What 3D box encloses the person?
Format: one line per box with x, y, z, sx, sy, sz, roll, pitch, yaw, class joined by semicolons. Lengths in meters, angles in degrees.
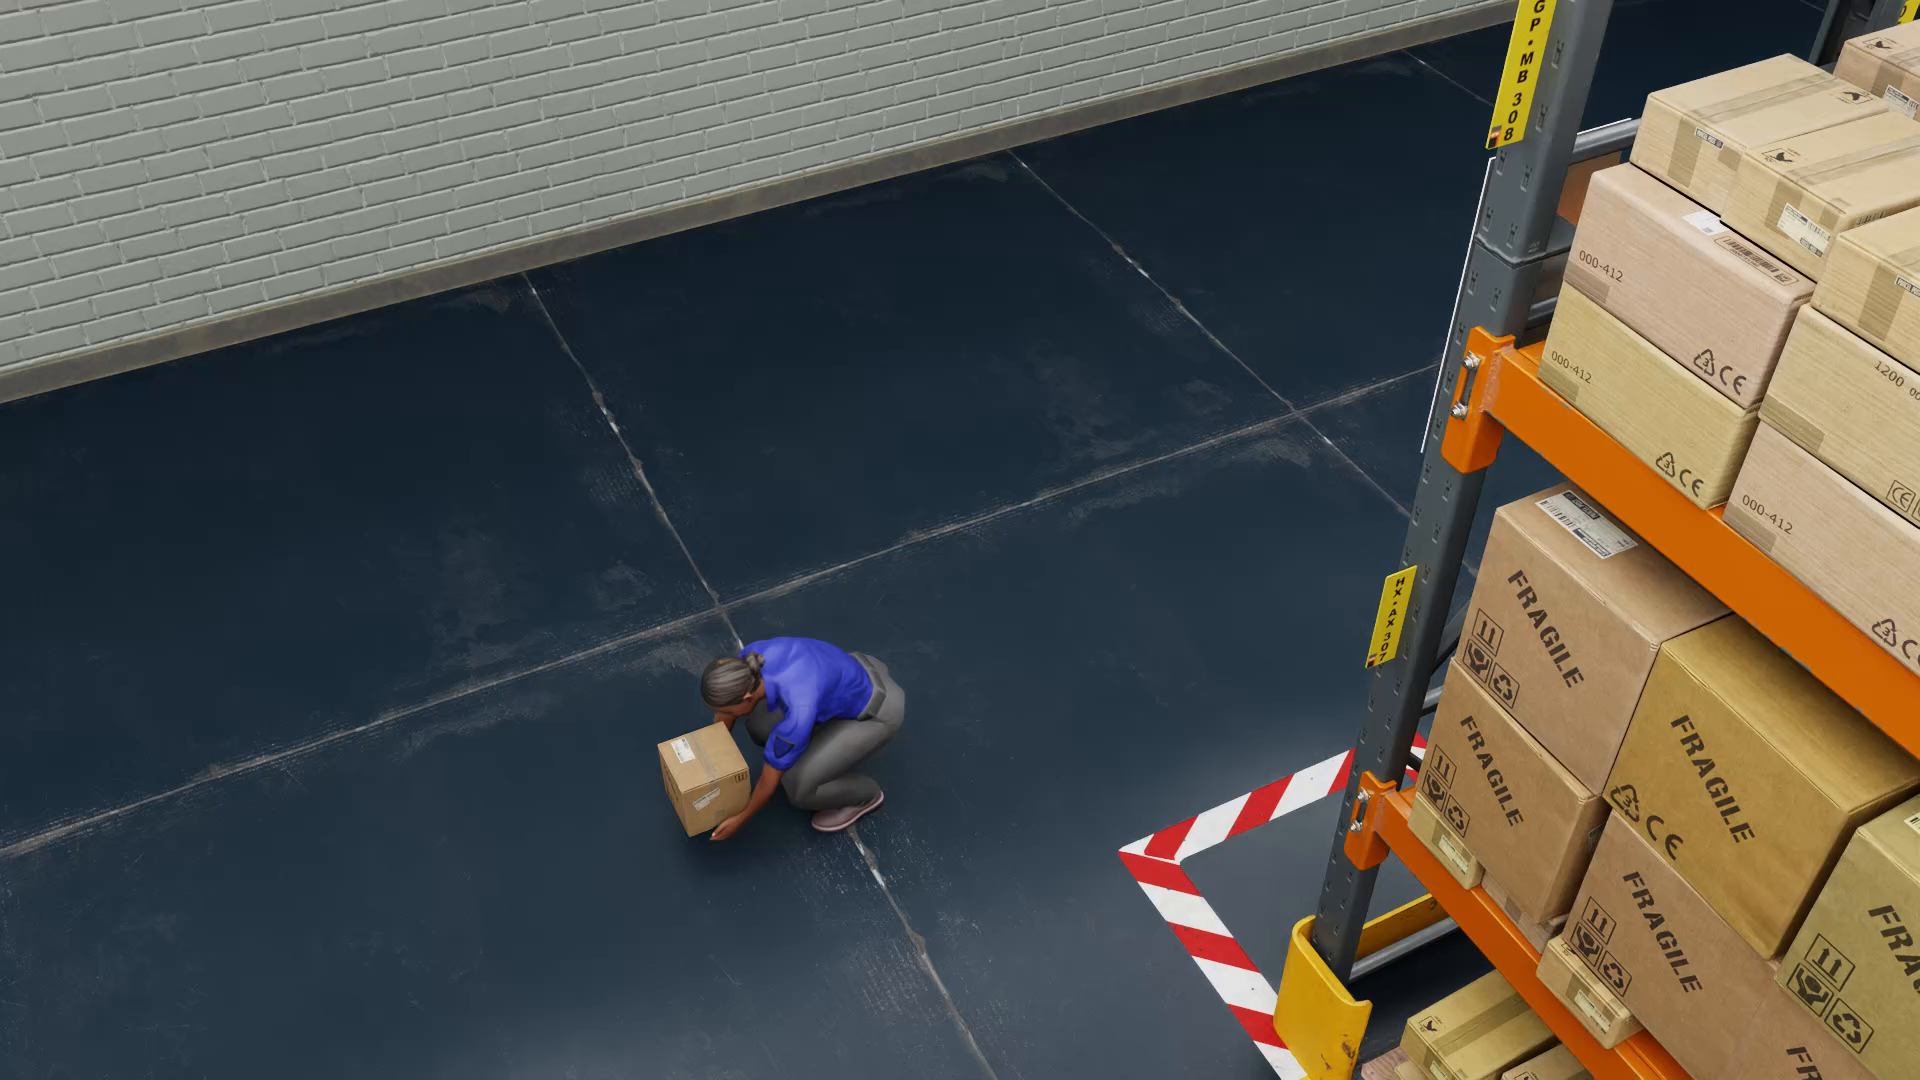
-0.588;0.660;5.974;0.823;0.929;0.483;-19;45;-20;person
